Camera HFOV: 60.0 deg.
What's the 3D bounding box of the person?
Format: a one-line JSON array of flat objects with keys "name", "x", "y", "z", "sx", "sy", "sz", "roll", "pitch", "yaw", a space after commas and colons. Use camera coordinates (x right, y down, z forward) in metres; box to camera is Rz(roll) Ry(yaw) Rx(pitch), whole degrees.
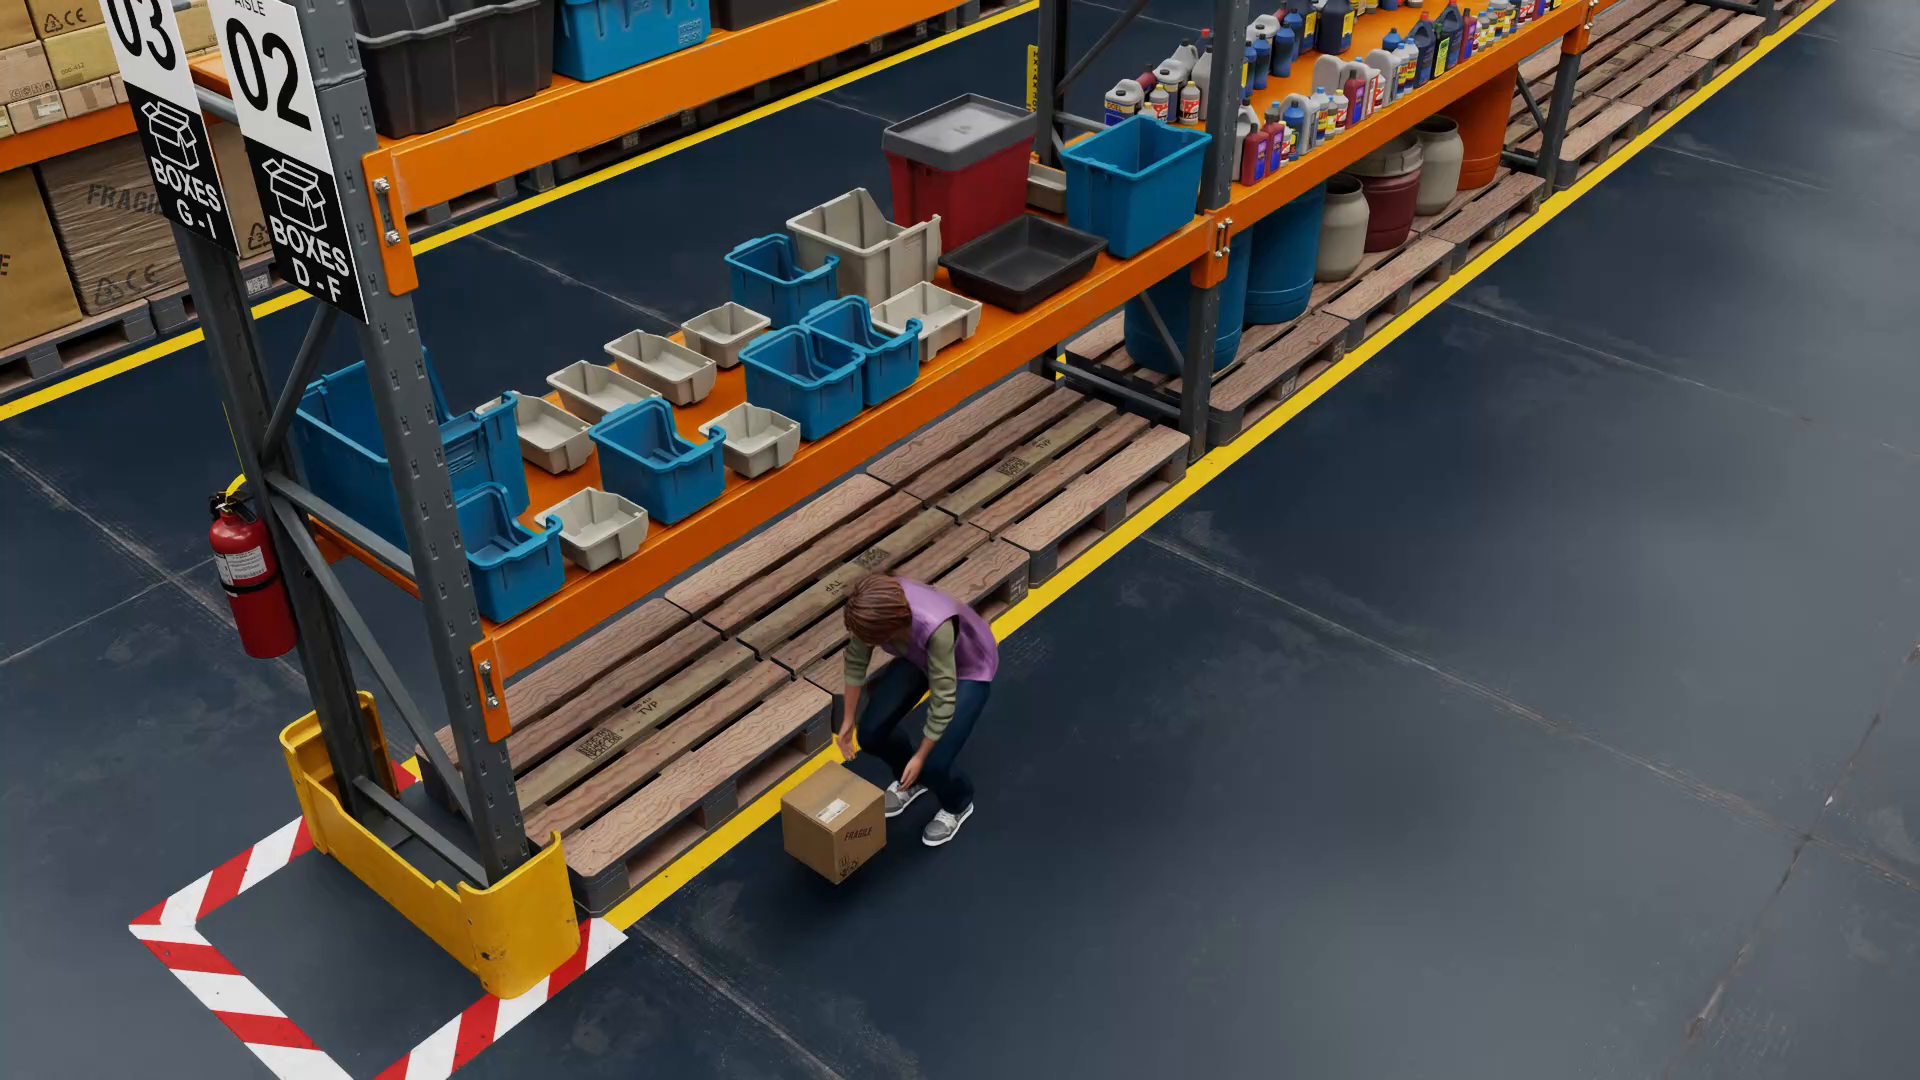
[{"name": "person", "x": -0.126, "y": 0.541, "z": 5.717, "sx": 0.463, "sy": 1.230, "sz": 0.685, "roll": 26, "pitch": 43, "yaw": 31}]
